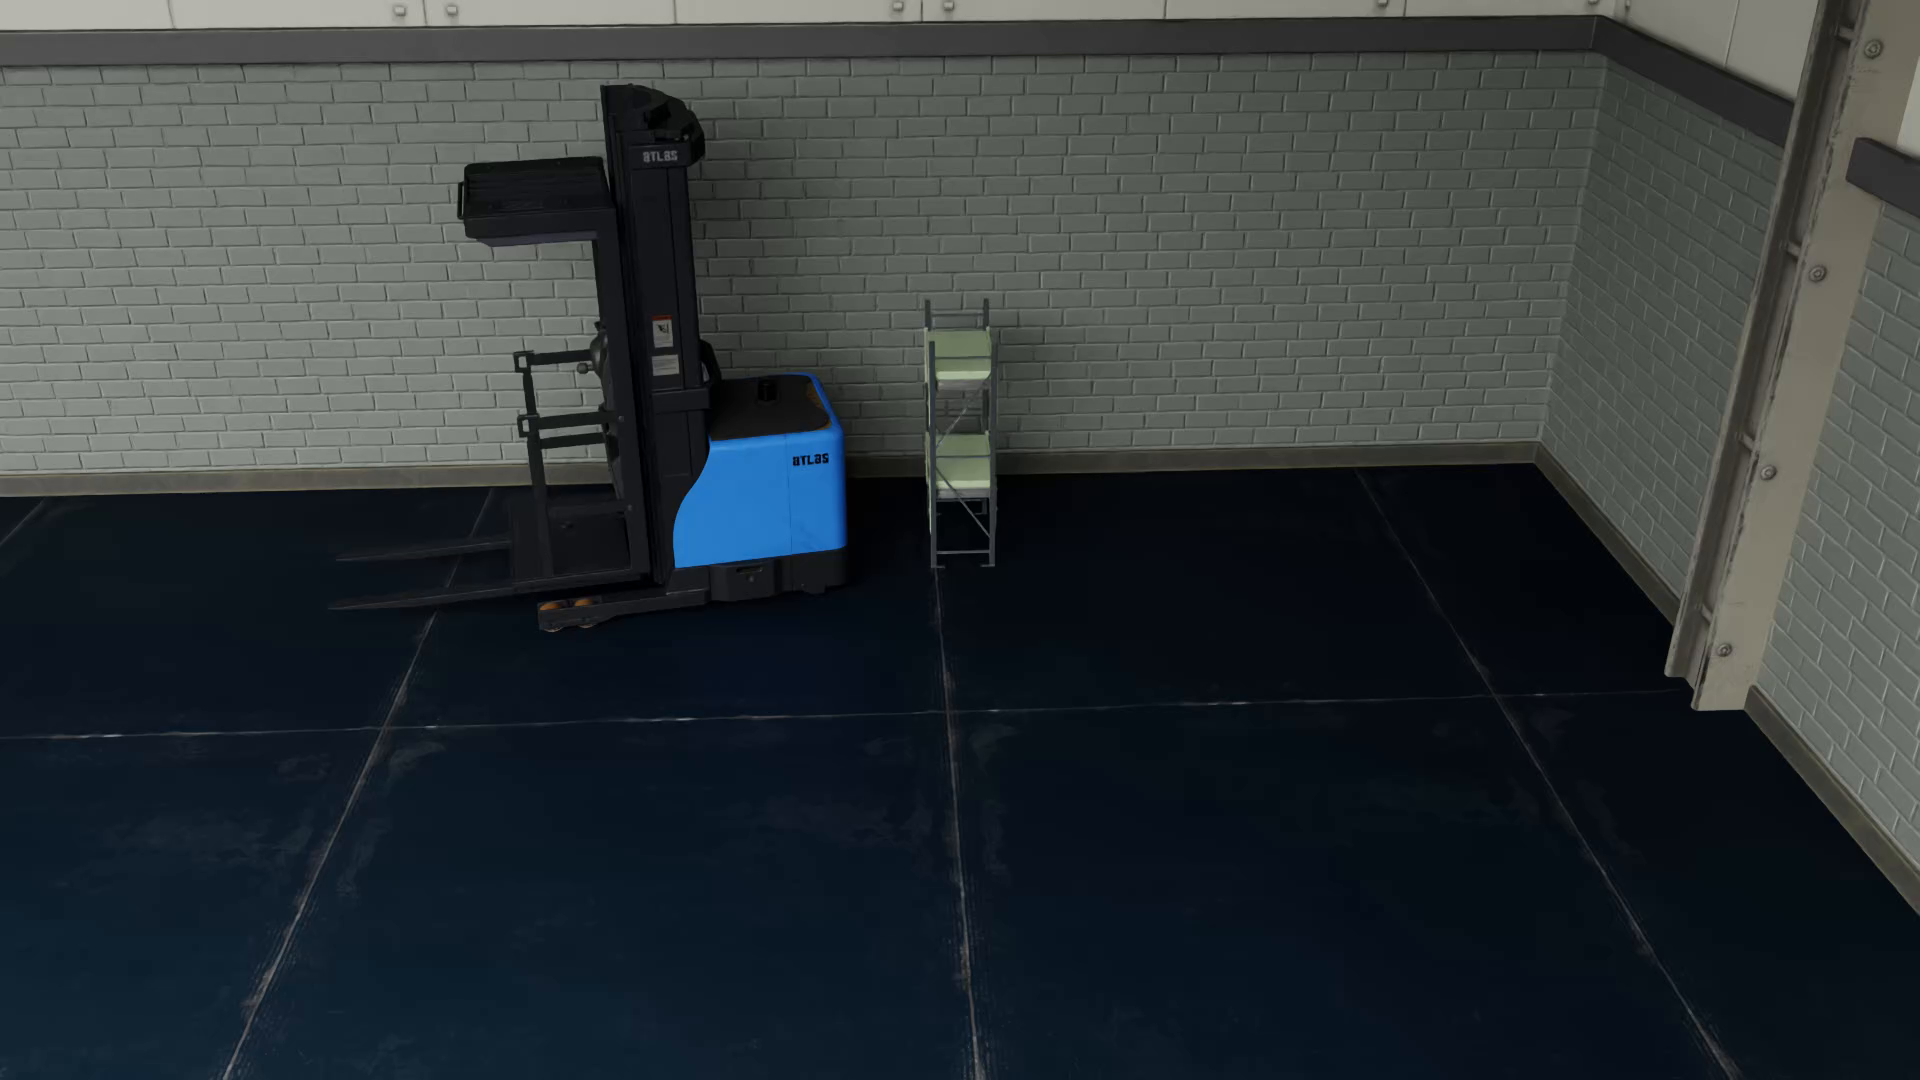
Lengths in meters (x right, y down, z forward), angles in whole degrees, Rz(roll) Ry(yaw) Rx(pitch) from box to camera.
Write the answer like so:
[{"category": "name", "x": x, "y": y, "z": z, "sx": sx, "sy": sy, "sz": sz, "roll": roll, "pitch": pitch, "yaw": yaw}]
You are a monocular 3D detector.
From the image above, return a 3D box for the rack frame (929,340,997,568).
[{"category": "rack frame", "x": 0.019, "y": -0.499, "z": 10.085, "sx": 0.400, "sy": 1.500, "sz": 0.023, "roll": -1, "pitch": 28, "yaw": -3}]

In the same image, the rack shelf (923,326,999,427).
[{"category": "rack shelf", "x": 0.000, "y": -1.014, "z": 10.229, "sx": 0.431, "sy": 0.370, "sz": 0.720, "roll": -1, "pitch": 28, "yaw": -3}]

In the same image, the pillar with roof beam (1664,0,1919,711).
[{"category": "pillar with roof beam", "x": -0.188, "y": -3.059, "z": 6.885, "sx": 9.100, "sy": 9.000, "sz": 0.400, "roll": -1, "pitch": 28, "yaw": -3}]

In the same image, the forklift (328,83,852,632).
[{"category": "forklift", "x": -2.236, "y": -1.033, "z": 9.561, "sx": 3.031, "sy": 2.935, "sz": 1.130, "roll": -7, "pitch": 28, "yaw": -13}]

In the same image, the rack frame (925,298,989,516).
[{"category": "rack frame", "x": -0.019, "y": -0.837, "z": 10.733, "sx": 0.400, "sy": 1.500, "sz": 0.023, "roll": -1, "pitch": 28, "yaw": -3}]

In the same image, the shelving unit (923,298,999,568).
[{"category": "shelving unit", "x": 0.000, "y": -0.668, "z": 10.409, "sx": 0.431, "sy": 1.500, "sz": 0.755, "roll": -1, "pitch": 28, "yaw": -3}]

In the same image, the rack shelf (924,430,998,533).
[{"category": "rack shelf", "x": 0.000, "y": -0.379, "z": 10.560, "sx": 0.431, "sy": 0.370, "sz": 0.720, "roll": -1, "pitch": 28, "yaw": -3}]
